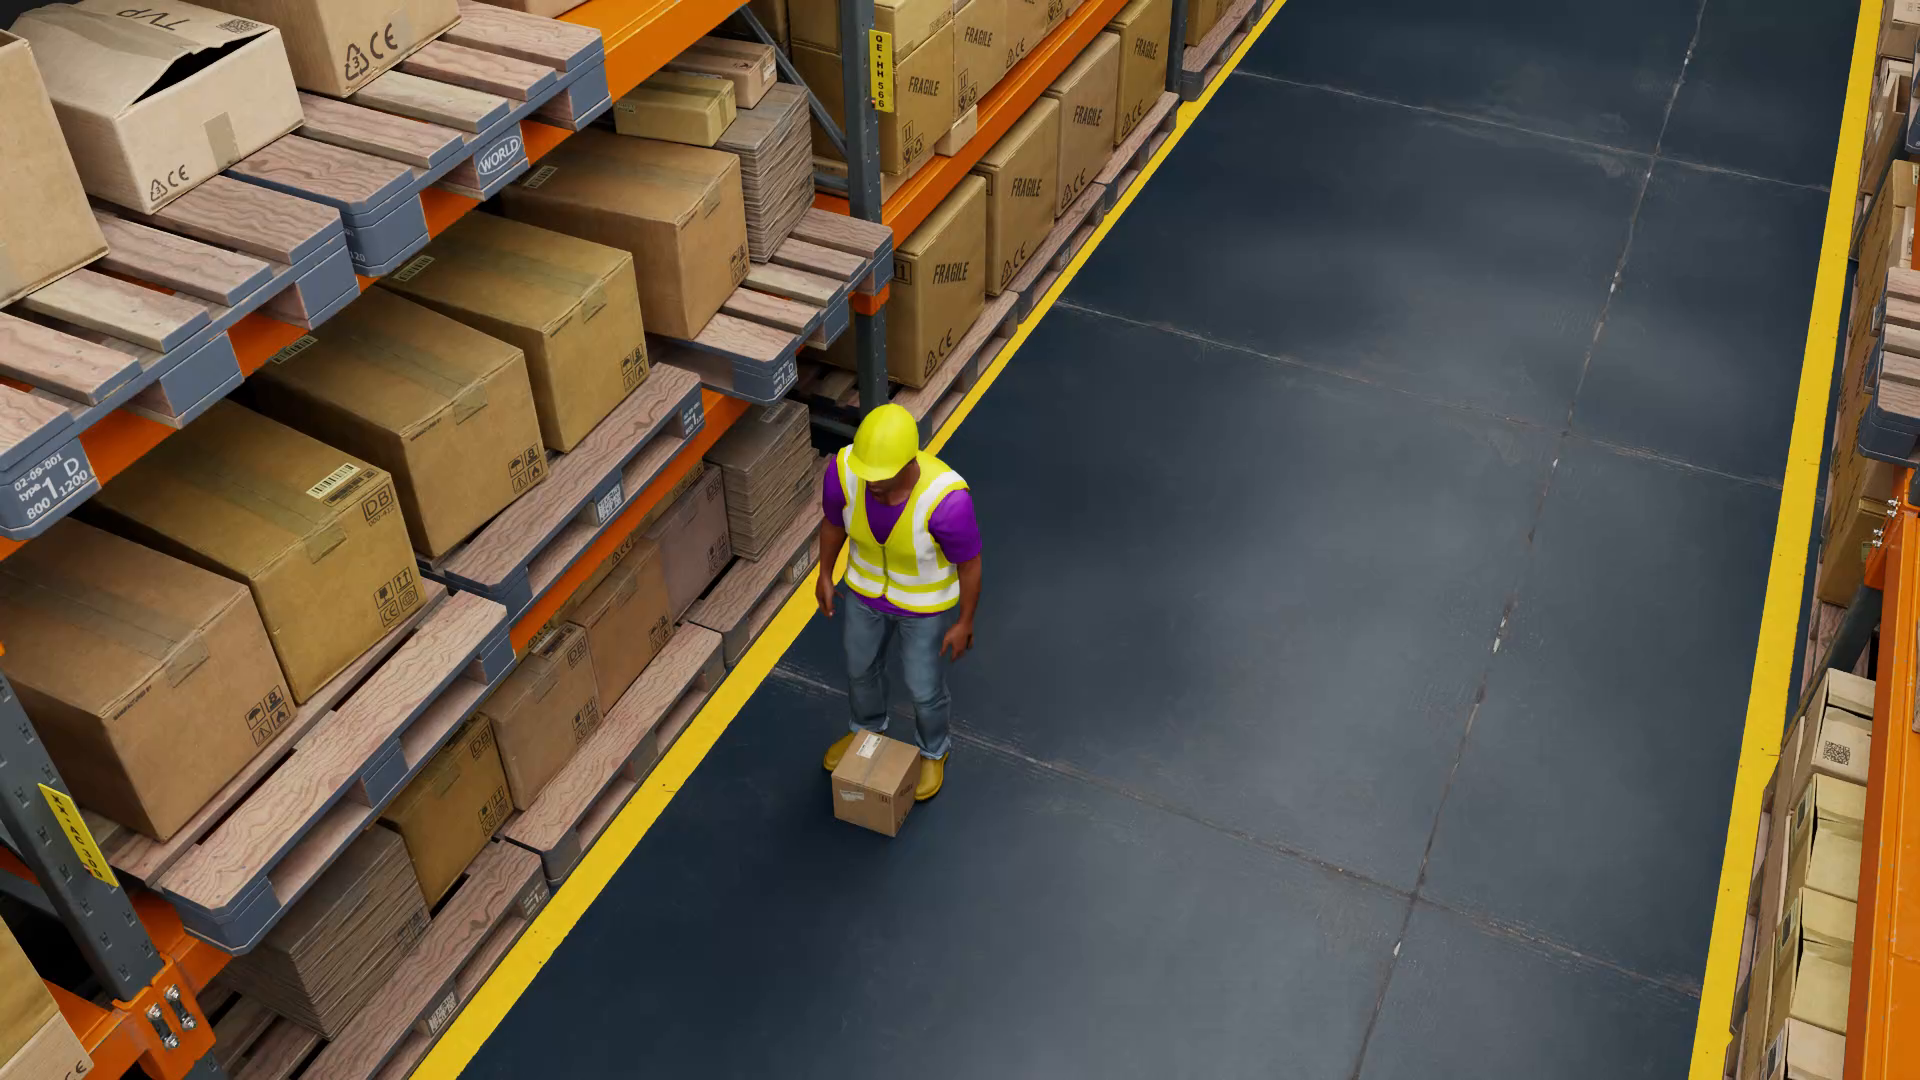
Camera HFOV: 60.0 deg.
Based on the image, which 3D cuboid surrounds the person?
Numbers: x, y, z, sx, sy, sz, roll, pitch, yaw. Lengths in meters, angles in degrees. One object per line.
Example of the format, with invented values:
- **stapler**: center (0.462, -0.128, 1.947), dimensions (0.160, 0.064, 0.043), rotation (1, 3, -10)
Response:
- **person**: center (-0.219, 0.211, 5.910), dimensions (0.633, 1.760, 0.463), rotation (15, 44, 16)
